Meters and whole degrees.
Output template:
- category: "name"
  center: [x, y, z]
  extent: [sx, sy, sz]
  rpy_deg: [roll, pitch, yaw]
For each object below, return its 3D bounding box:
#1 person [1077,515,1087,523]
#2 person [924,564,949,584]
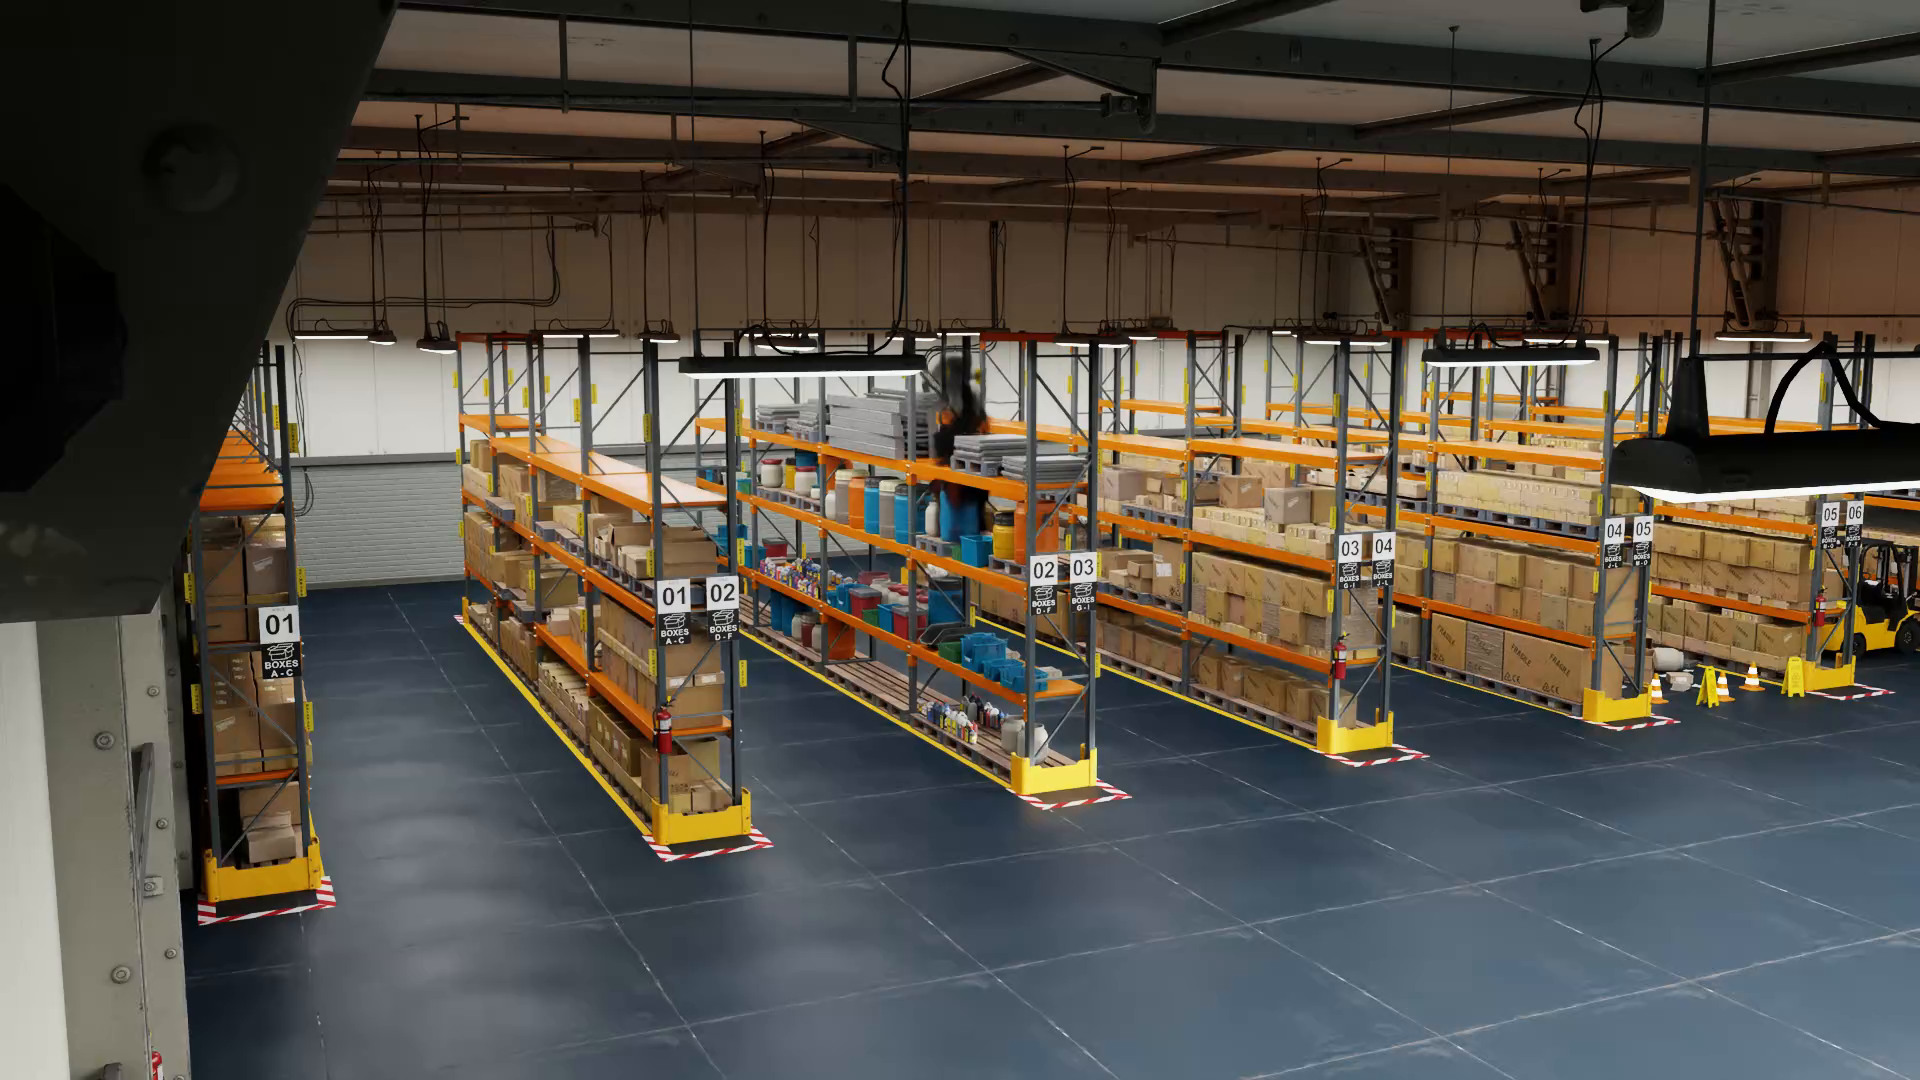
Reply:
- category: "person"
  center: [3.040, -0.091, 41.613]
  extent: [0.606, 1.656, 0.676]
  rpy_deg: [-2, 8, -15]
- category: "person"
  center: [-0.446, 0.982, 33.691]
  extent: [0.574, 1.673, 0.525]
  rpy_deg: [-5, 9, -31]
